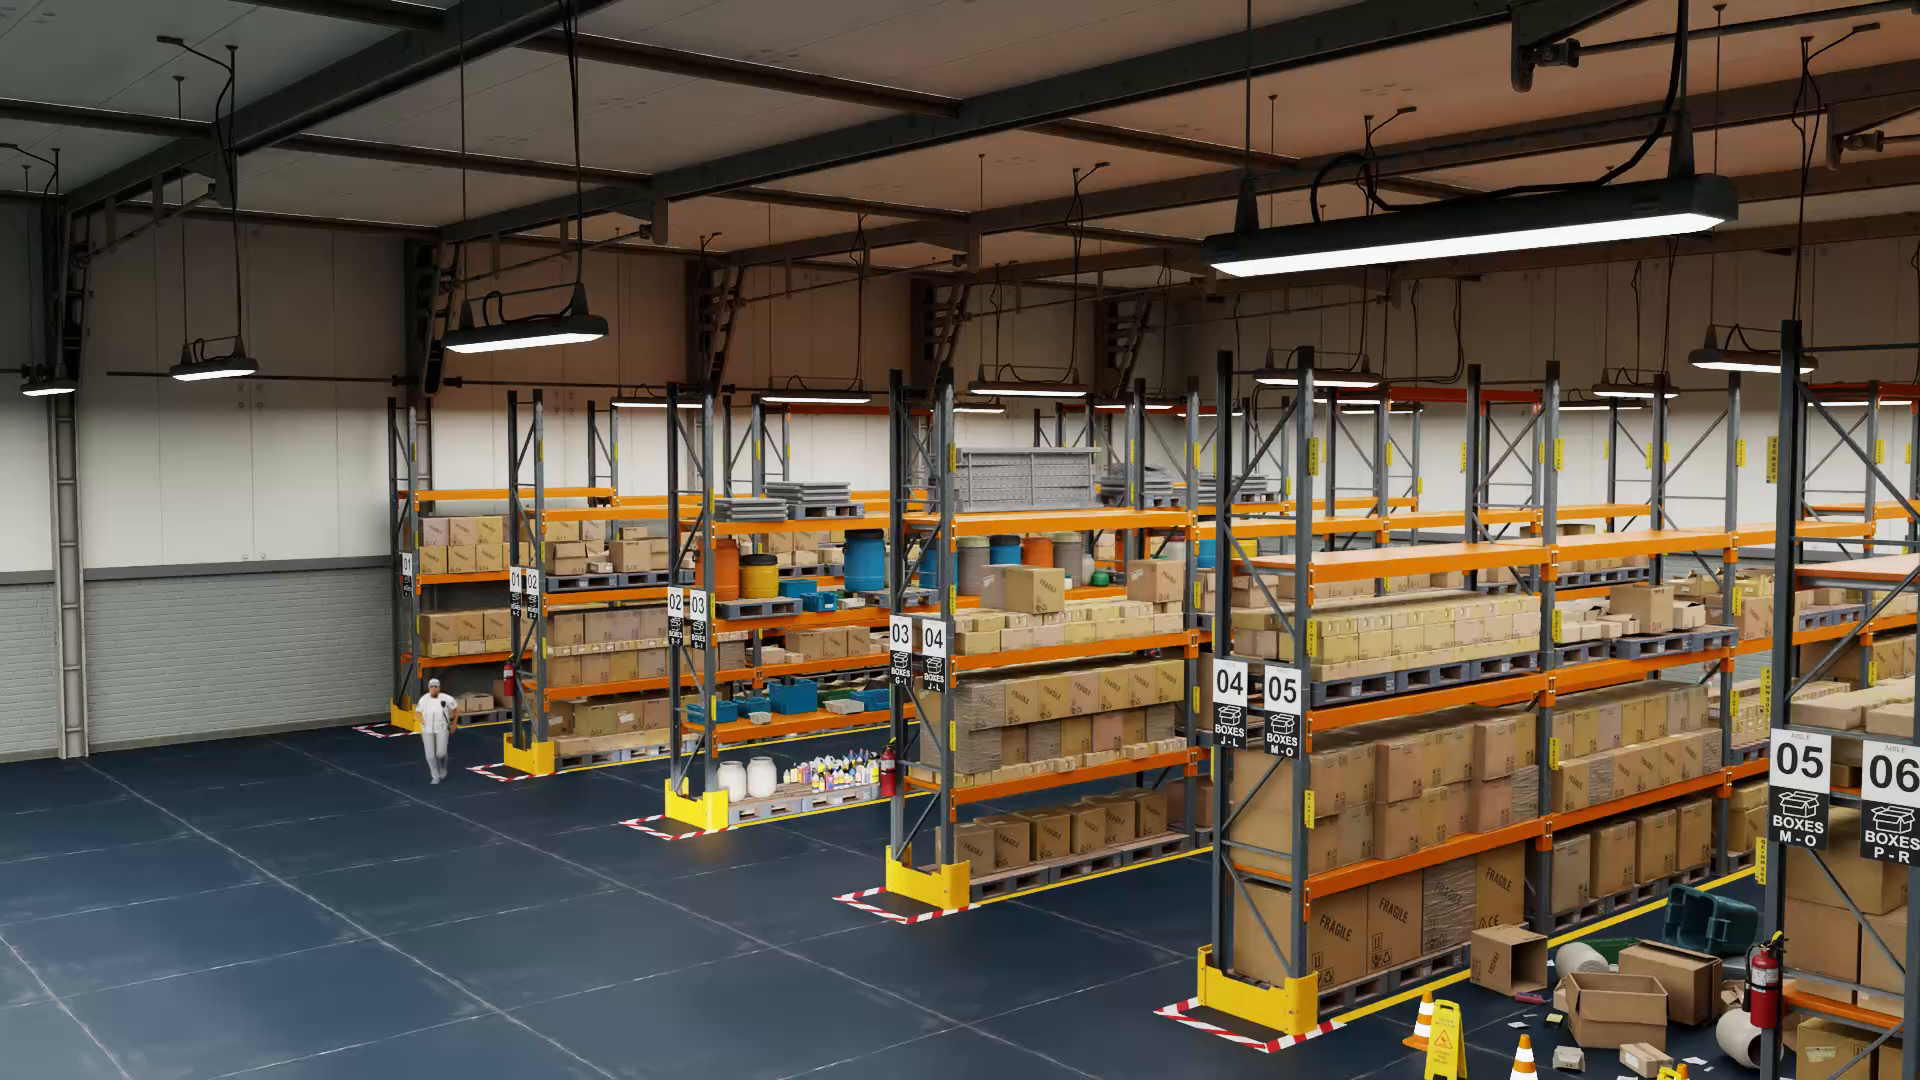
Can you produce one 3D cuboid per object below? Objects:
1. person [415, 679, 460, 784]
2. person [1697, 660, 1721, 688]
[{"bbox_3d":[-7.924,2.901,25.167,0.629,1.616,0.628,0,3,-6],"label":"person"},{"bbox_3d":[12.499,2.796,27.495,0.602,1.559,0.675,3,5,44],"label":"person"}]
